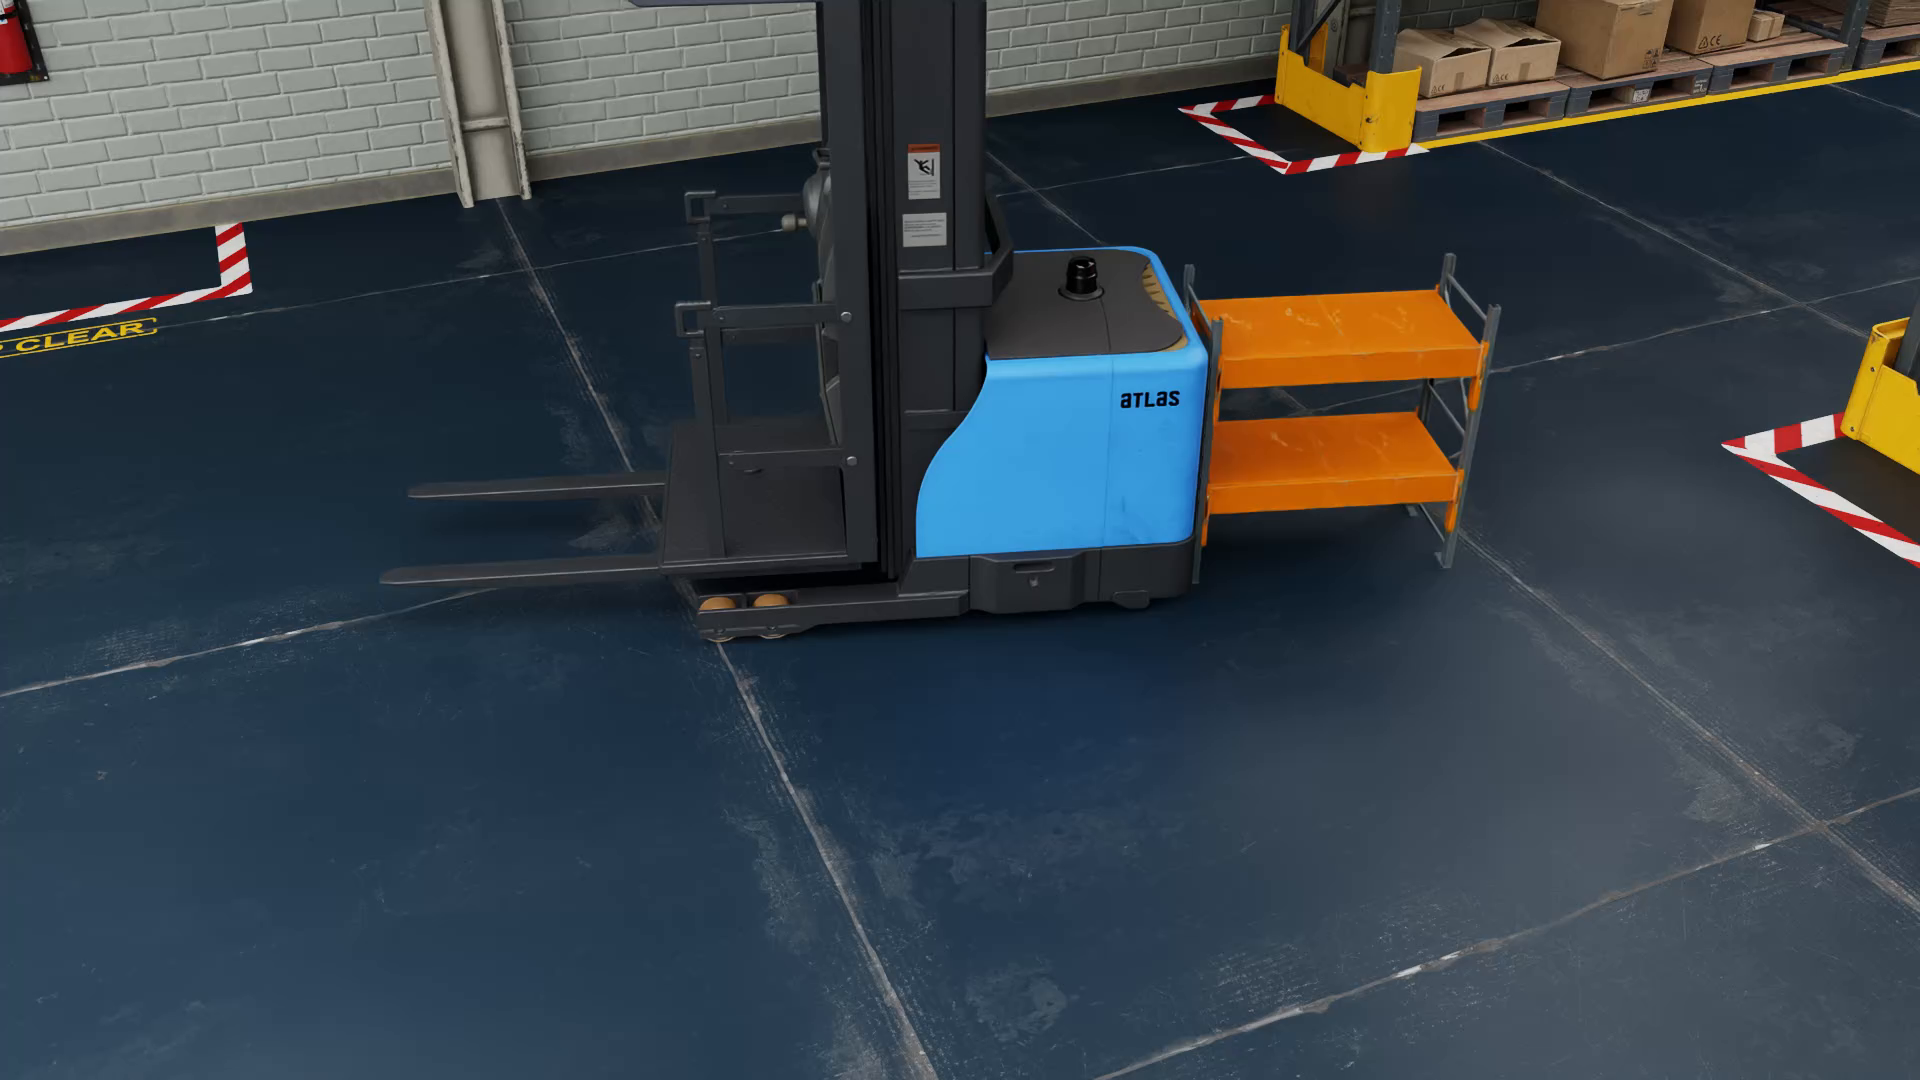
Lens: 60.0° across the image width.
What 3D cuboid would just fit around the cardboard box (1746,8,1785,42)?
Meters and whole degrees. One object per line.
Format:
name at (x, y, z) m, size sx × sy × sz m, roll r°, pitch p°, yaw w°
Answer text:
cardboard box at (5.648, -3.718, 11.909) m, size 0.250 × 0.166 × 0.380 m, roll -18°, pitch 37°, yaw -25°

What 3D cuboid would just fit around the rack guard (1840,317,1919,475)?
rack guard at (4.341, -0.462, 7.002) m, size 0.348 × 0.500 × 1.175 m, roll -13°, pitch 35°, yaw -19°

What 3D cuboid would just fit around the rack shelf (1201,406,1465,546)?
rack shelf at (1.396, -0.259, 6.565) m, size 1.000 × 0.278 × 0.538 m, roll -3°, pitch 33°, yaw -5°

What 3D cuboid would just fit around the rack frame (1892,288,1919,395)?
rack frame at (4.363, -1.515, 6.328) m, size 0.127 × 3.000 × 1.000 m, roll -13°, pitch 35°, yaw -19°

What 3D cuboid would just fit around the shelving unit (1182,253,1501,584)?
shelving unit at (1.396, -0.464, 6.432) m, size 1.048 × 1.125 × 0.538 m, roll -3°, pitch 33°, yaw -5°

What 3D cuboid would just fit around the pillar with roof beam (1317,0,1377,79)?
pillar with roof beam at (4.419, -4.938, 6.087) m, size 0.400 × 9.000 × 9.100 m, roll -13°, pitch 35°, yaw -19°

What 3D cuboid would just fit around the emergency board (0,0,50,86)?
emergency board at (-5.073, -2.818, 8.331) m, size 0.643 × 1.169 × 0.194 m, roll -13°, pitch 35°, yaw -19°

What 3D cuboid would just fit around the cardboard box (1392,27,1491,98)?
cardboard box at (3.115, -3.163, 10.923) m, size 0.500 × 0.311 × 0.500 m, roll -17°, pitch 37°, yaw -24°

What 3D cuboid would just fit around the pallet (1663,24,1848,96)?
pallet at (5.524, -3.521, 11.968) m, size 1.213 × 0.211 × 1.003 m, roll -13°, pitch 35°, yaw -19°

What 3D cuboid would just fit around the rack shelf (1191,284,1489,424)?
rack shelf at (1.396, -0.710, 6.273) m, size 1.000 × 0.278 × 0.538 m, roll -3°, pitch 33°, yaw -5°

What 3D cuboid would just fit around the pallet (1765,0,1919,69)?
pallet at (6.847, -3.846, 12.467) m, size 1.213 × 0.211 × 1.003 m, roll -13°, pitch 35°, yaw -19°

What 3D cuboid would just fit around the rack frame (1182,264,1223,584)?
rack frame at (0.890, -0.435, 6.387) m, size 0.032 × 1.125 × 0.500 m, roll -3°, pitch 33°, yaw -5°

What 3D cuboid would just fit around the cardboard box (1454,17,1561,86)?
cardboard box at (3.640, -3.284, 11.108) m, size 0.500 × 0.311 × 0.500 m, roll -10°, pitch 34°, yaw -15°

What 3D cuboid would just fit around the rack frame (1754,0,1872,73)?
rack frame at (6.130, -4.849, 11.453) m, size 0.127 × 3.000 × 1.000 m, roll -13°, pitch 35°, yaw -19°

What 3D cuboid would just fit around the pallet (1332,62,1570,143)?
pallet at (3.275, -3.006, 11.176) m, size 1.213 × 0.211 × 1.003 m, roll -13°, pitch 35°, yaw -19°

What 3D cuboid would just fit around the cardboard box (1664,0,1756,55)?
cardboard box at (5.188, -3.747, 11.647) m, size 0.500 × 0.500 × 0.500 m, roll -16°, pitch 36°, yaw -22°

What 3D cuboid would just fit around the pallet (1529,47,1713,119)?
pallet at (4.398, -3.261, 11.569) m, size 1.213 × 0.211 × 1.003 m, roll -13°, pitch 35°, yaw -19°

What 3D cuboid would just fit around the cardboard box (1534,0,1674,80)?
cardboard box at (4.336, -3.493, 11.256) m, size 0.500 × 0.500 × 0.700 m, roll -15°, pitch 36°, yaw -22°

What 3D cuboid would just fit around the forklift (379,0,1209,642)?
forklift at (-0.663, -1.154, 5.836) m, size 3.031 × 2.935 × 1.130 m, roll -3°, pitch 33°, yaw -5°

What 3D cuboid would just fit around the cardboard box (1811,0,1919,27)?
cardboard box at (6.802, -4.150, 12.266) m, size 0.500 × 0.500 × 0.700 m, roll -12°, pitch 35°, yaw -17°

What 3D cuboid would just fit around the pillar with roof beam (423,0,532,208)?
pillar with roof beam at (-1.113, -3.671, 4.140) m, size 0.400 × 9.000 × 9.100 m, roll -13°, pitch 35°, yaw -19°

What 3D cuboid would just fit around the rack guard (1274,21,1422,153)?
rack guard at (2.512, -2.973, 10.861) m, size 0.348 × 0.500 × 1.175 m, roll -13°, pitch 35°, yaw -19°

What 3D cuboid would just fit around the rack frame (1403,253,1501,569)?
rack frame at (1.901, -0.493, 6.477) m, size 0.032 × 1.125 × 0.500 m, roll -3°, pitch 33°, yaw -5°

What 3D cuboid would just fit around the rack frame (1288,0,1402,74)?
rack frame at (2.442, -4.005, 10.155) m, size 0.127 × 3.000 × 1.000 m, roll -13°, pitch 35°, yaw -19°
